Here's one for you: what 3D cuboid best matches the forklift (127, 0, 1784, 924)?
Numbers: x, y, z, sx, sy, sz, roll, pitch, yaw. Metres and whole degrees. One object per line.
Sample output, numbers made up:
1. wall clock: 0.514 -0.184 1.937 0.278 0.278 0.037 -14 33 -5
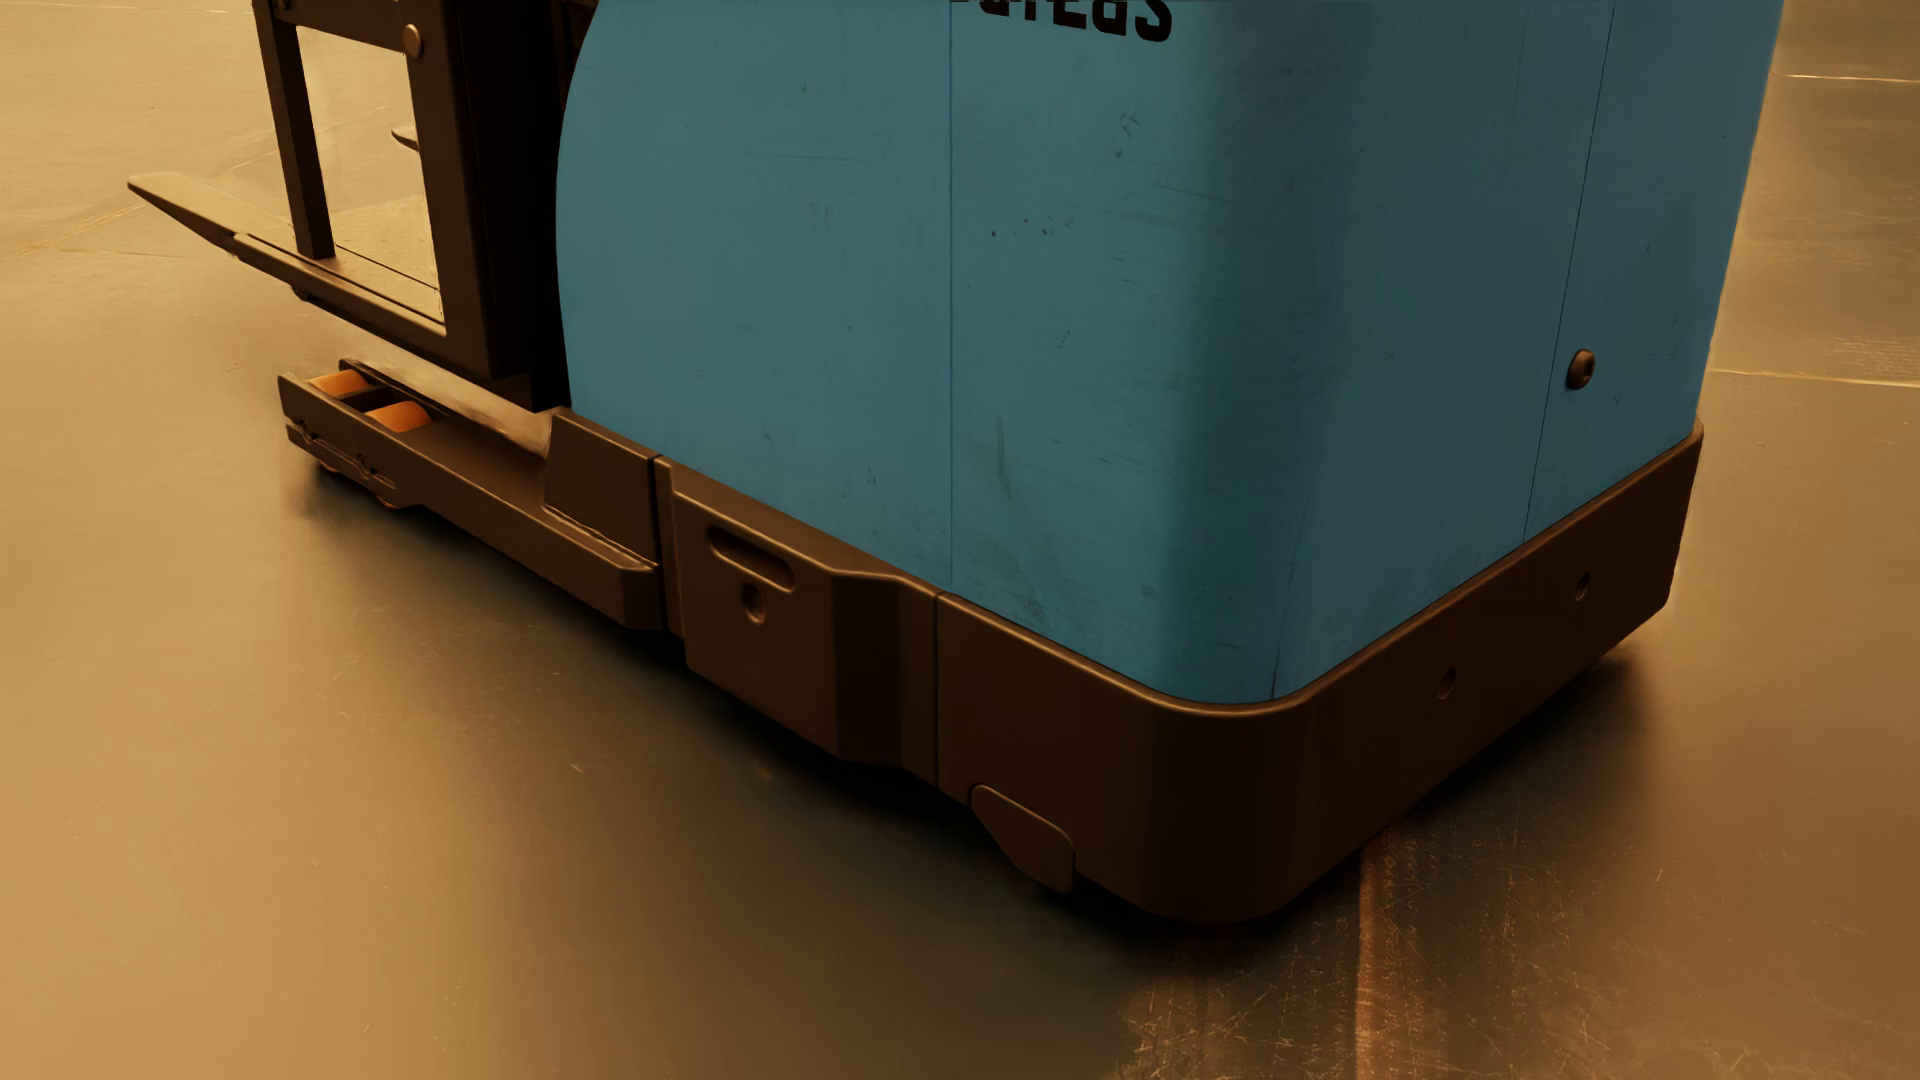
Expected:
1. forklift: -0.458 -1.502 2.222 3.031 2.935 1.130 24 35 39
